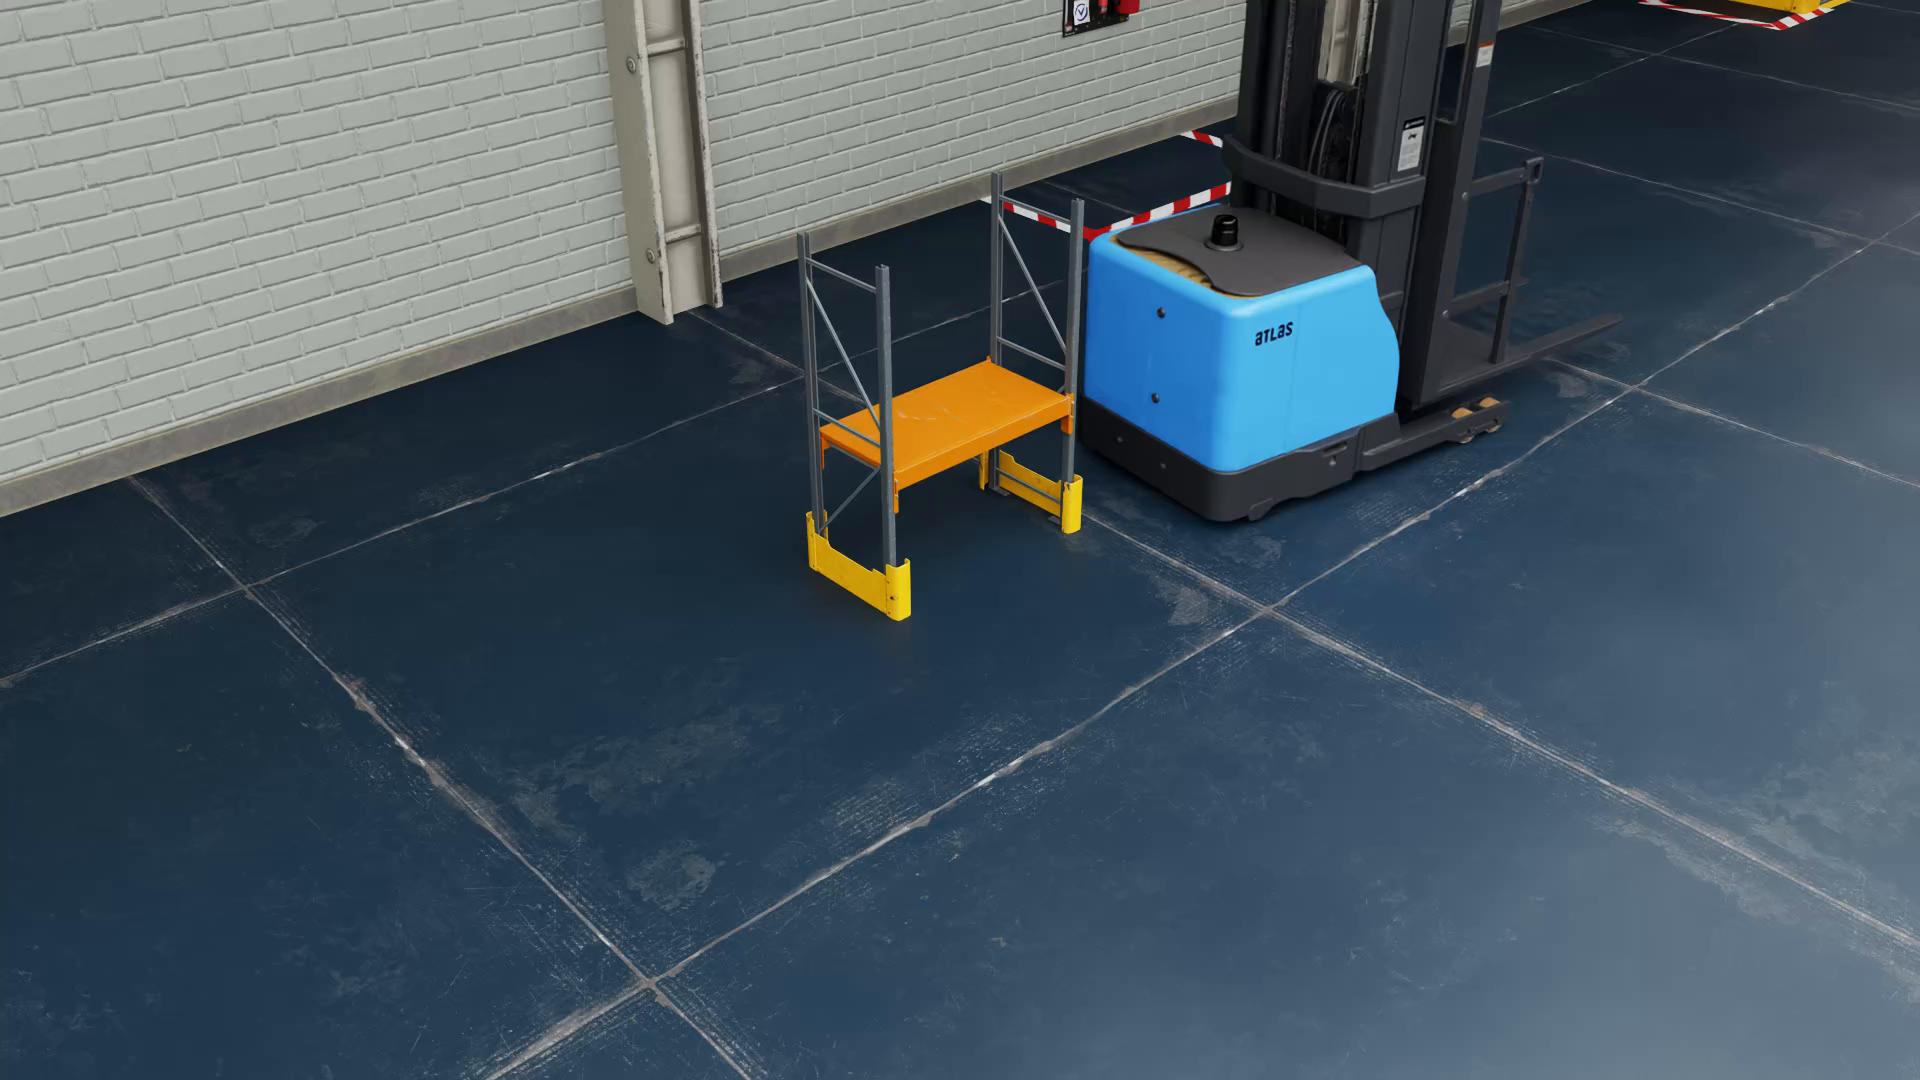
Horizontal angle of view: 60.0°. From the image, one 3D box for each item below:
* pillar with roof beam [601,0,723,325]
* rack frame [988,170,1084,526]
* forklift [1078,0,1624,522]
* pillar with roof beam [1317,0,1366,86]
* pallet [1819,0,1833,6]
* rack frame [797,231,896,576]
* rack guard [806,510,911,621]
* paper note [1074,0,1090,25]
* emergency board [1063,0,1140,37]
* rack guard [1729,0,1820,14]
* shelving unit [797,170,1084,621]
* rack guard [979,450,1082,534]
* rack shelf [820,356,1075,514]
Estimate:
[{"bbox_3d":[1.340,-3.511,4.366,0.400,9.000,9.100,-26,40,-35],"label":"pillar with roof beam"},{"bbox_3d":[0.310,-0.790,7.104,0.032,1.500,0.500,-26,40,-35],"label":"rack frame"},{"bbox_3d":[2.062,-1.922,7.584,3.031,2.935,1.130,-20,37,-29],"label":"forklift"},{"bbox_3d":[5.740,-5.639,7.846,0.400,9.000,9.100,-26,40,-35],"label":"pillar with roof beam"},{"bbox_3d":[7.963,-5.388,15.858,1.213,0.211,1.003,-26,40,-35],"label":"pallet"},{"bbox_3d":[-0.435,-0.429,6.514,0.032,1.500,0.500,-26,40,-35],"label":"rack frame"},{"bbox_3d":[-0.421,0.097,6.852,0.087,0.250,0.587,-26,40,-35],"label":"rack guard"},{"bbox_3d":[0.798,-3.452,10.865,0.142,0.148,0.016,-26,40,-35],"label":"paper note"},{"bbox_3d":[0.974,-3.865,10.695,0.643,1.169,0.194,-26,40,-35],"label":"emergency board"},{"bbox_3d":[7.343,-5.236,15.334,0.348,0.500,1.175,-26,40,-35],"label":"rack guard"},{"bbox_3d":[-0.056,-0.613,6.815,1.083,1.500,0.587,-26,40,-35],"label":"shelving unit"},{"bbox_3d":[0.309,-0.256,7.429,0.087,0.250,0.587,-26,40,-35],"label":"rack guard"},{"bbox_3d":[-0.063,-0.456,6.903,1.000,0.185,0.538,-26,40,-35],"label":"rack shelf"}]
